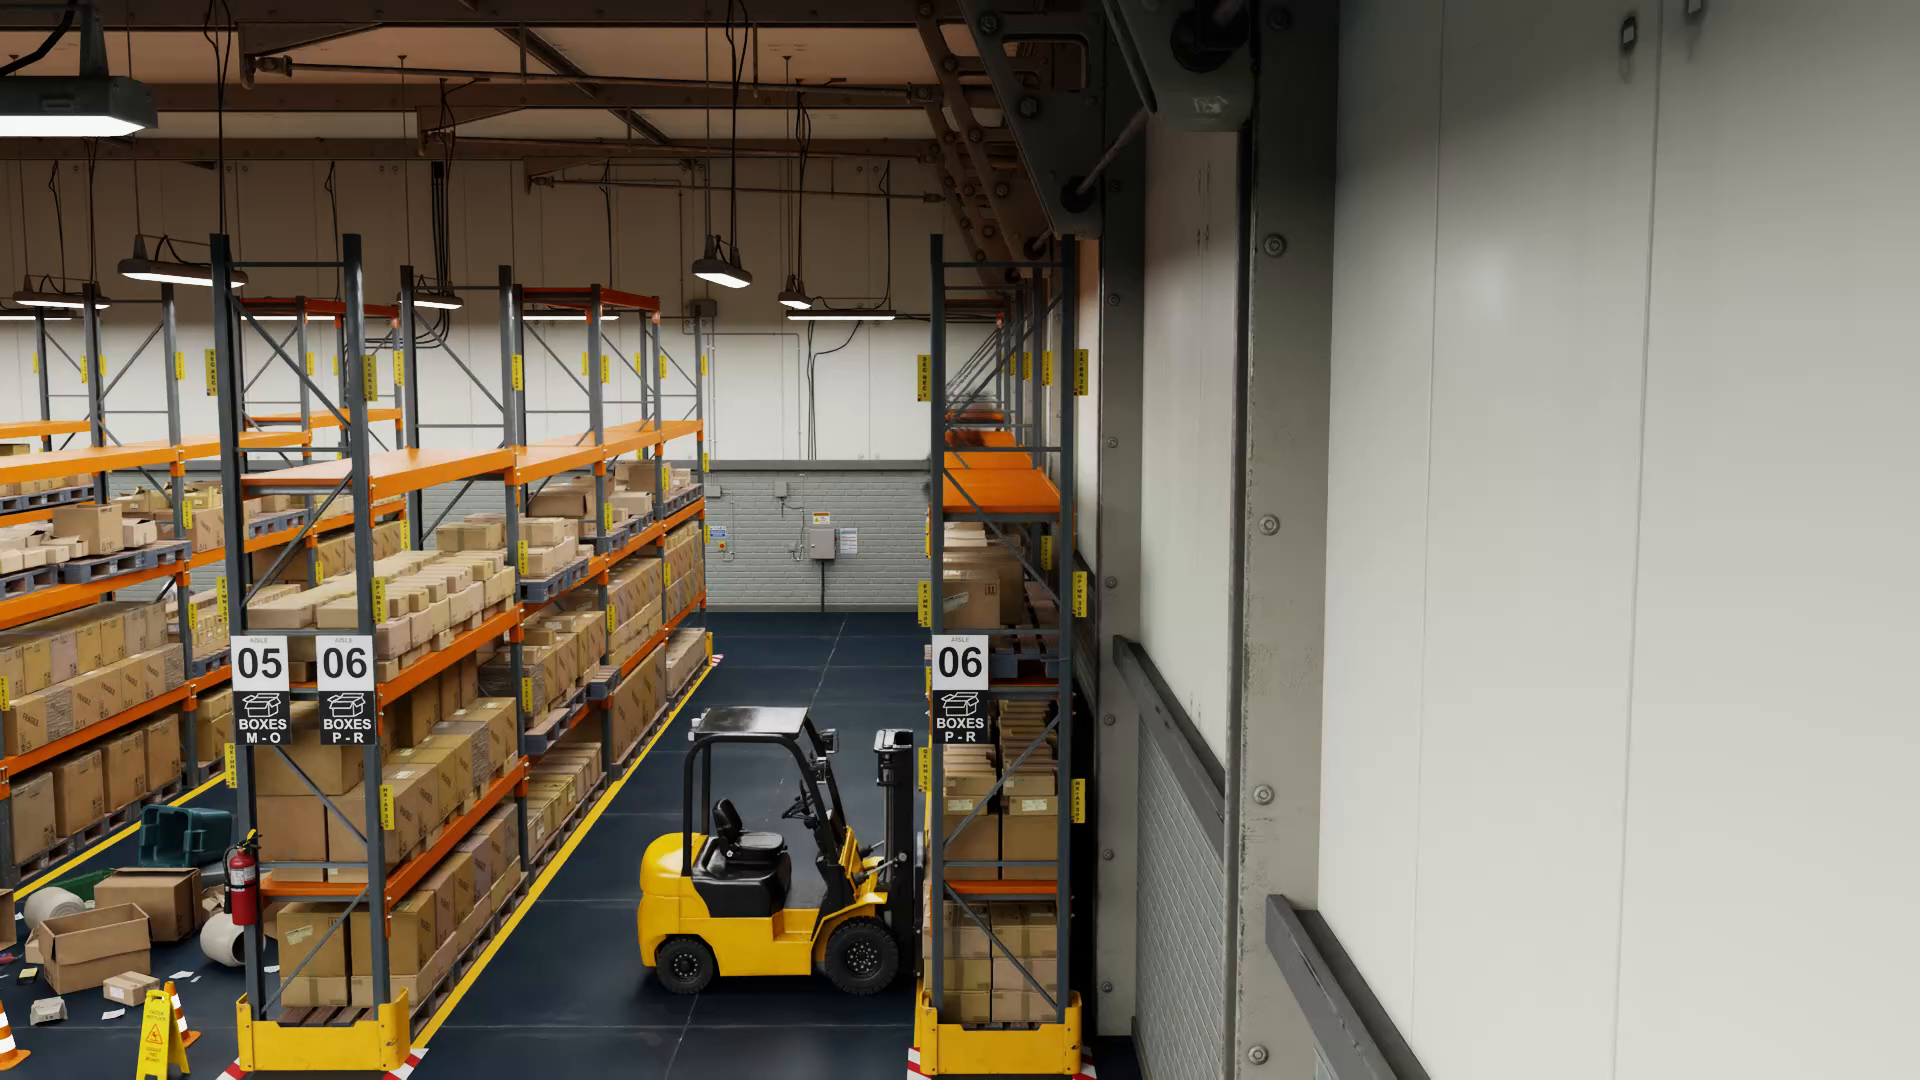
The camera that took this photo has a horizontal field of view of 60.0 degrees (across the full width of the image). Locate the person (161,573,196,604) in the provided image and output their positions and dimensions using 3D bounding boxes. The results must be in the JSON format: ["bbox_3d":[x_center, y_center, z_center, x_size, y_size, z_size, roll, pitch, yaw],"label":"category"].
[{"bbox_3d":[-13.314,1.224,28.475,0.500,1.625,0.613,4,8,35],"label":"person"}]
